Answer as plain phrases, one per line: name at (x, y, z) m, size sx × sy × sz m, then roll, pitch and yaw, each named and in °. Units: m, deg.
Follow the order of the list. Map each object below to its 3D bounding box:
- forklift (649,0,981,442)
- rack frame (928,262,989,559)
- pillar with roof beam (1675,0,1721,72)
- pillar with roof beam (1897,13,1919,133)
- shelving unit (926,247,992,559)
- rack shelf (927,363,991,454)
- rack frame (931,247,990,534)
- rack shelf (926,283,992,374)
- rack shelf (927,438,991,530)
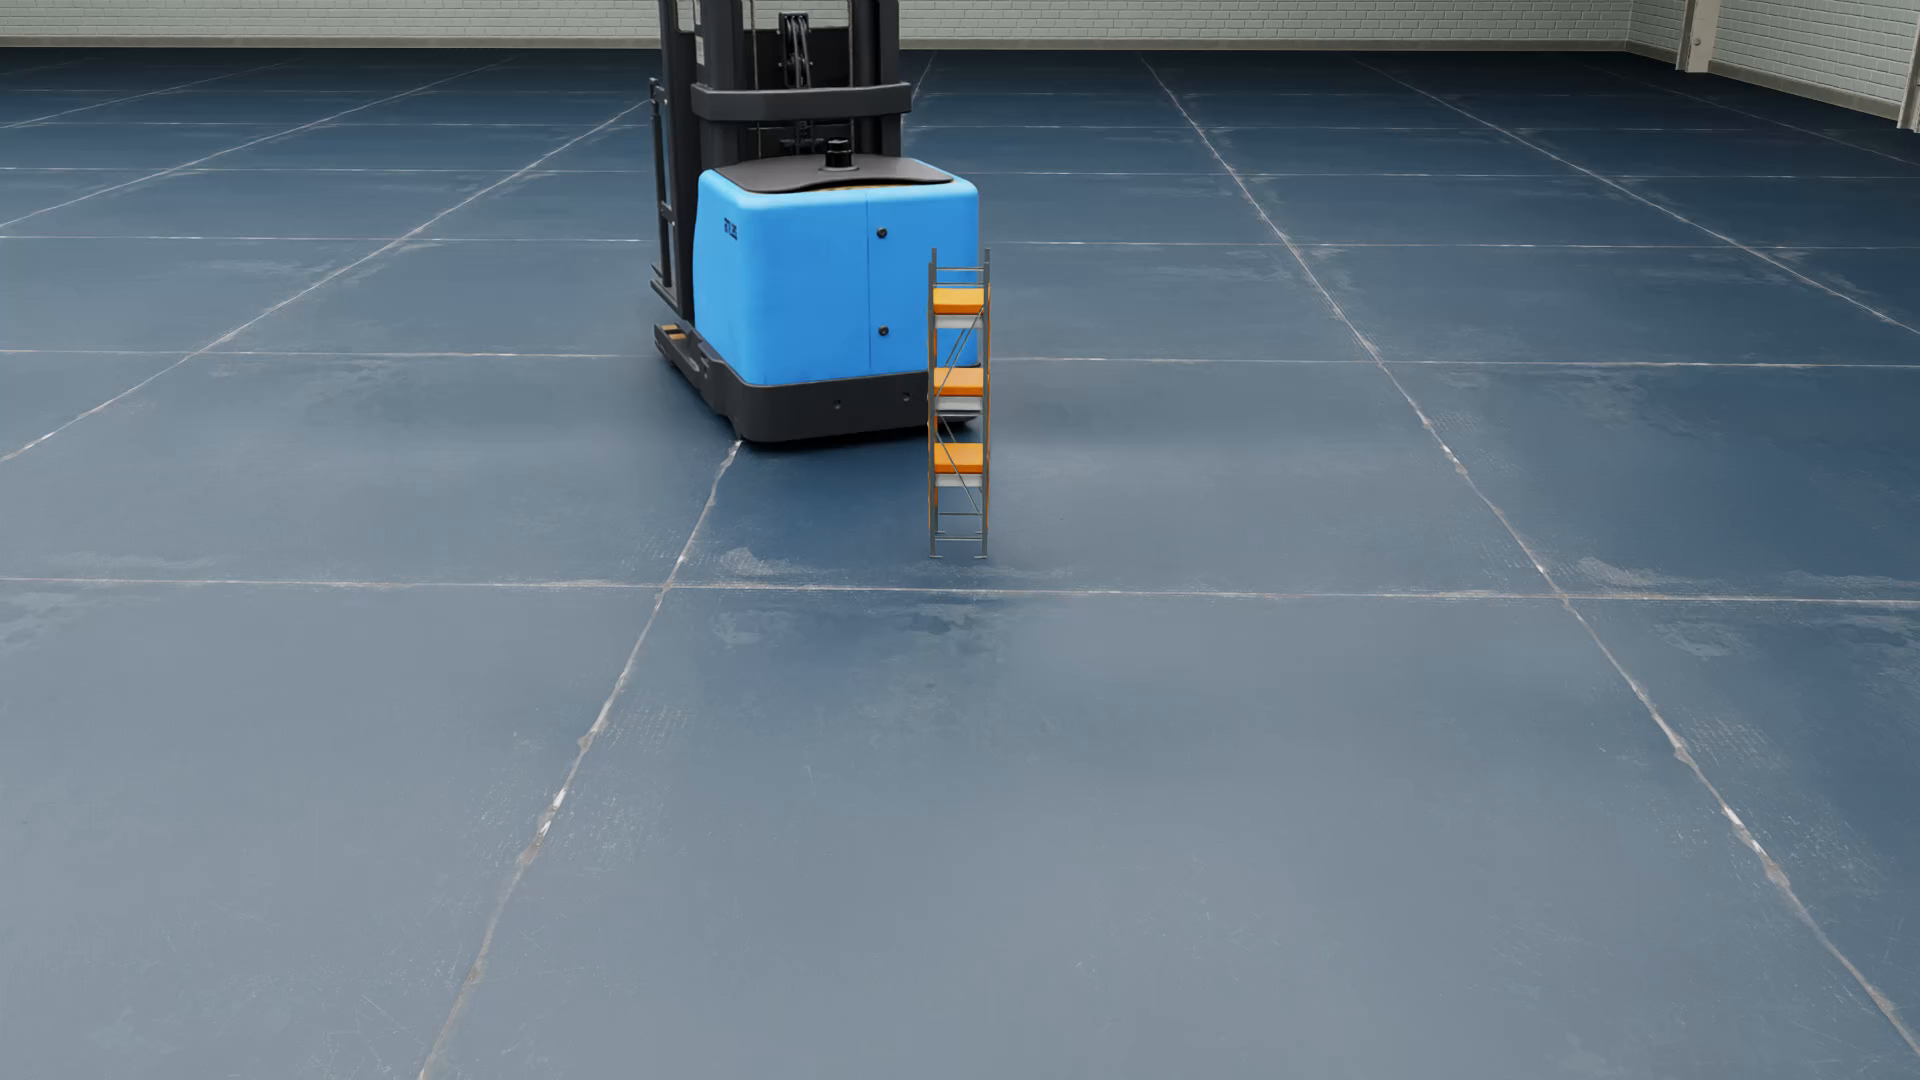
forklift at (-0.903, -2.270, 7.827) m, size 1.130 × 2.935 × 3.031 m, roll -8°, pitch 23°, yaw -19°
rack frame at (-0.005, -0.426, 5.675) m, size 0.200 × 1.050 × 0.008 m, roll 1°, pitch 21°, yaw 2°
pillar with roof beam at (5.433, -10.481, 20.600) m, size 9.100 × 9.000 × 0.400 m, roll 1°, pitch 21°, yaw 2°
pillar with roof beam at (5.251, -8.311, 15.009) m, size 9.100 × 9.000 × 0.400 m, roll 1°, pitch 21°, yaw 2°
shelving unit at (-0.002, -0.470, 5.789) m, size 0.215 × 1.050 × 0.252 m, roll 1°, pitch 21°, yaw 2°
rack shelf at (-0.002, -0.460, 5.793) m, size 0.215 × 0.259 × 0.240 m, roll 1°, pitch 21°, yaw 2°
rack frame at (0.002, -0.514, 5.903) m, size 0.200 × 1.050 × 0.008 m, roll 1°, pitch 21°, yaw 2°
rack shelf at (-0.002, -0.725, 5.690) m, size 0.215 × 0.259 × 0.240 m, roll 1°, pitch 21°, yaw 2°
rack shelf at (-0.002, -0.201, 5.894) m, size 0.215 × 0.259 × 0.240 m, roll 1°, pitch 21°, yaw 2°
